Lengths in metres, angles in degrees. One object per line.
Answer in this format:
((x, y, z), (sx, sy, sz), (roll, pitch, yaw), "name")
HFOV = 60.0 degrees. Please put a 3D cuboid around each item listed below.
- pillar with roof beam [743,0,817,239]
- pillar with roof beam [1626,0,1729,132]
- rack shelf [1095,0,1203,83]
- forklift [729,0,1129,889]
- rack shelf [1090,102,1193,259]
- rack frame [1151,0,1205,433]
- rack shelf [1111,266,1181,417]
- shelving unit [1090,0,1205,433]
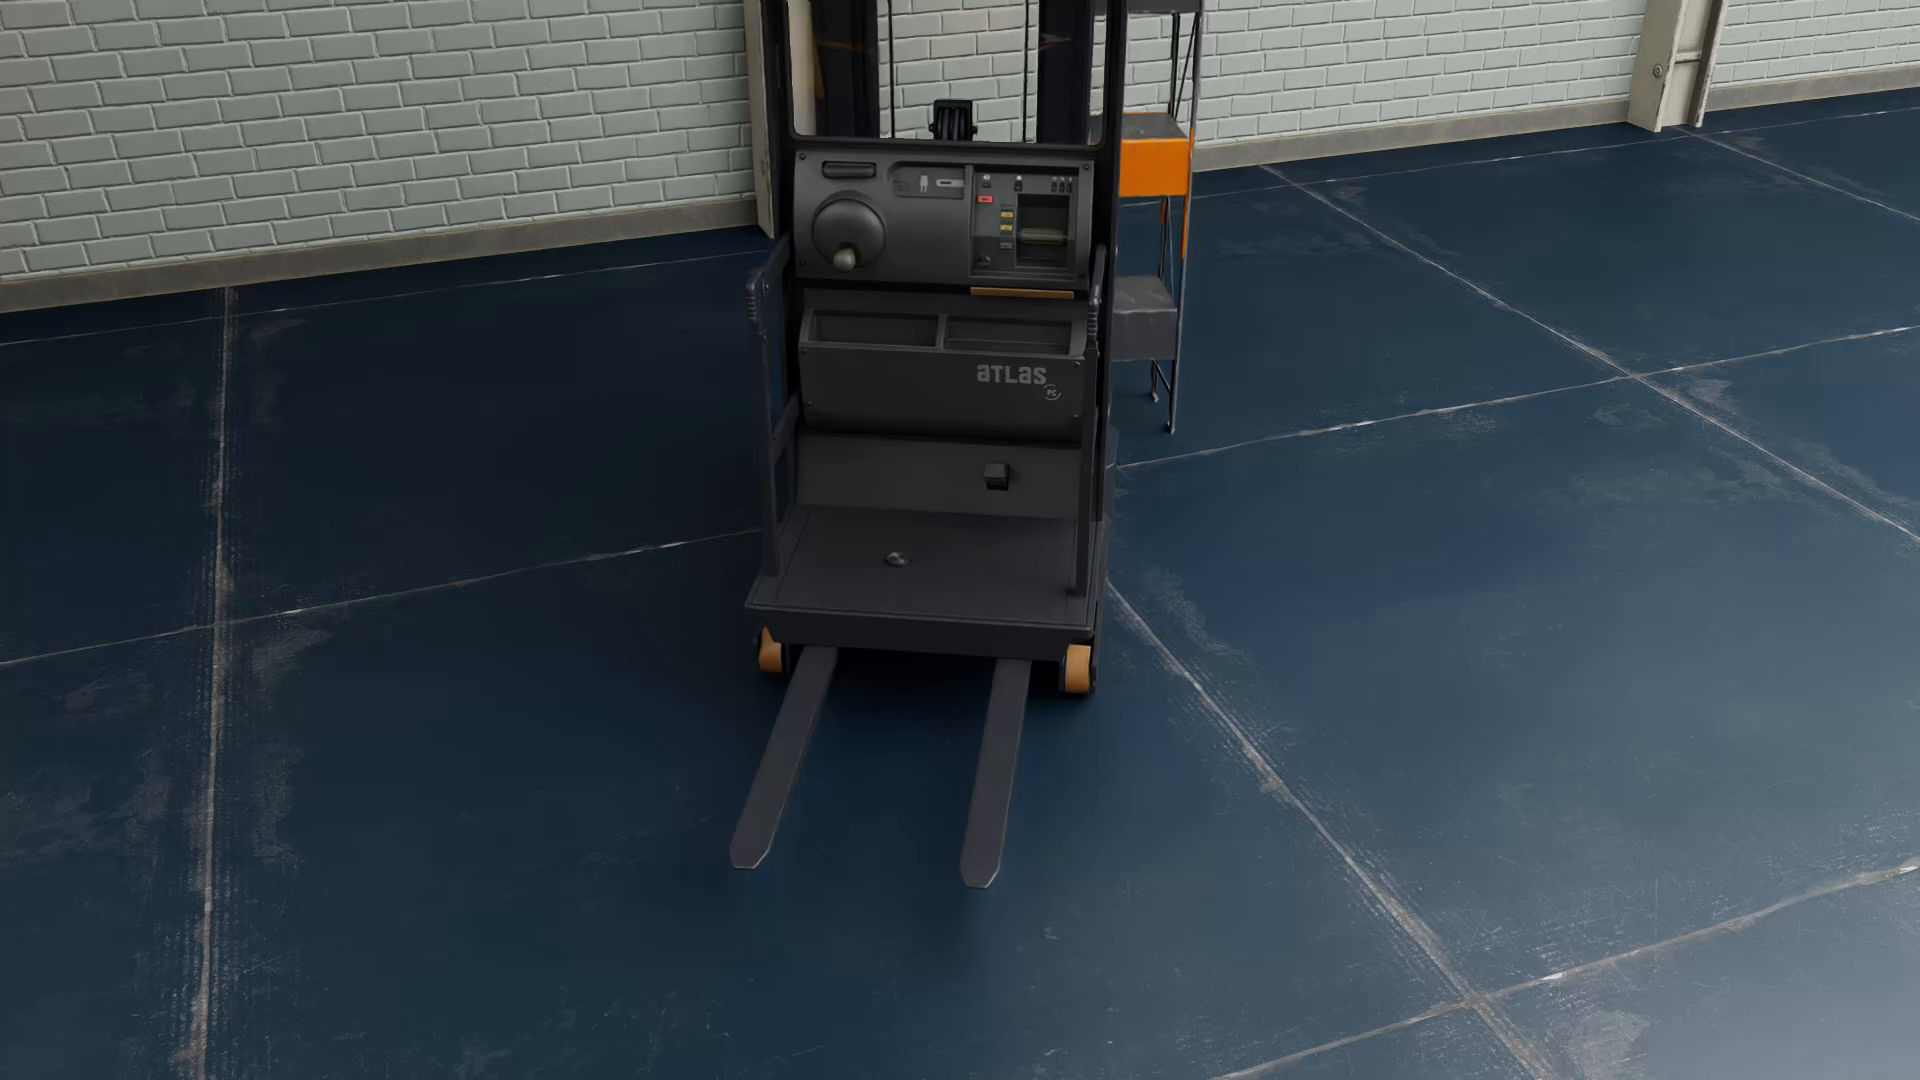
((0.592, -3.675, 3.611), (0.400, 9.000, 9.100), (-10, 31, -18), "pillar with roof beam")
((6.215, -4.711, 5.428), (0.400, 9.000, 9.100), (-10, 31, -18), "pillar with roof beam")
((0.637, -2.048, 6.337), (0.480, 0.518, 0.431), (-3, 30, -6), "rack shelf")
((-0.078, -0.956, 4.967), (1.130, 2.935, 3.031), (3, 30, 6), "forklift")
((0.637, -1.440, 6.683), (0.480, 0.518, 0.431), (-3, 30, -6), "rack shelf")
((0.880, -1.465, 6.700), (0.015, 2.100, 0.400), (-3, 30, -6), "rack frame")
((0.637, -0.831, 7.030), (0.480, 0.518, 0.431), (-3, 30, -6), "rack shelf")
((0.637, -1.452, 6.677), (0.503, 2.100, 0.431), (-3, 30, -6), "shelving unit")
